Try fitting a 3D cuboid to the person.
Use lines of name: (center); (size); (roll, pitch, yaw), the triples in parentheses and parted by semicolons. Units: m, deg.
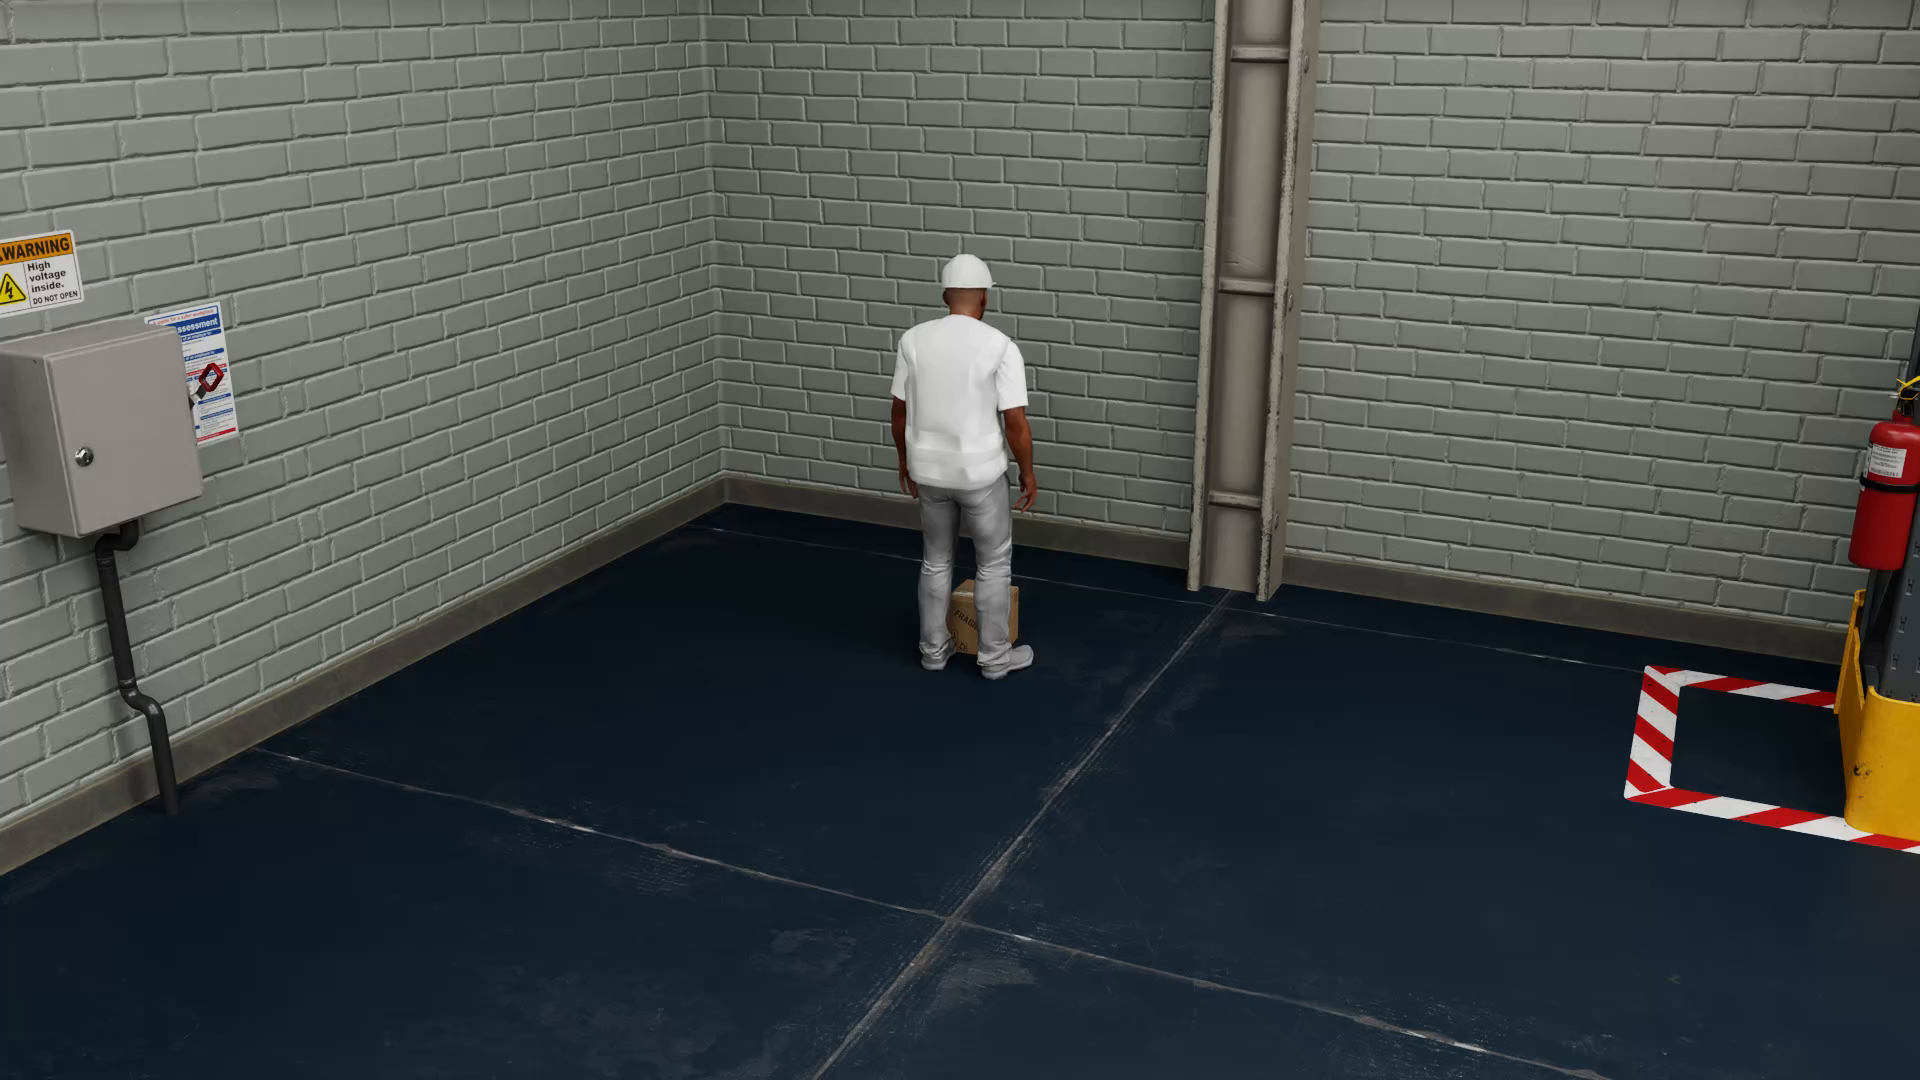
person: (0.018, -0.297, 6.903); (0.627, 1.761, 0.456); (8, 21, 23)
